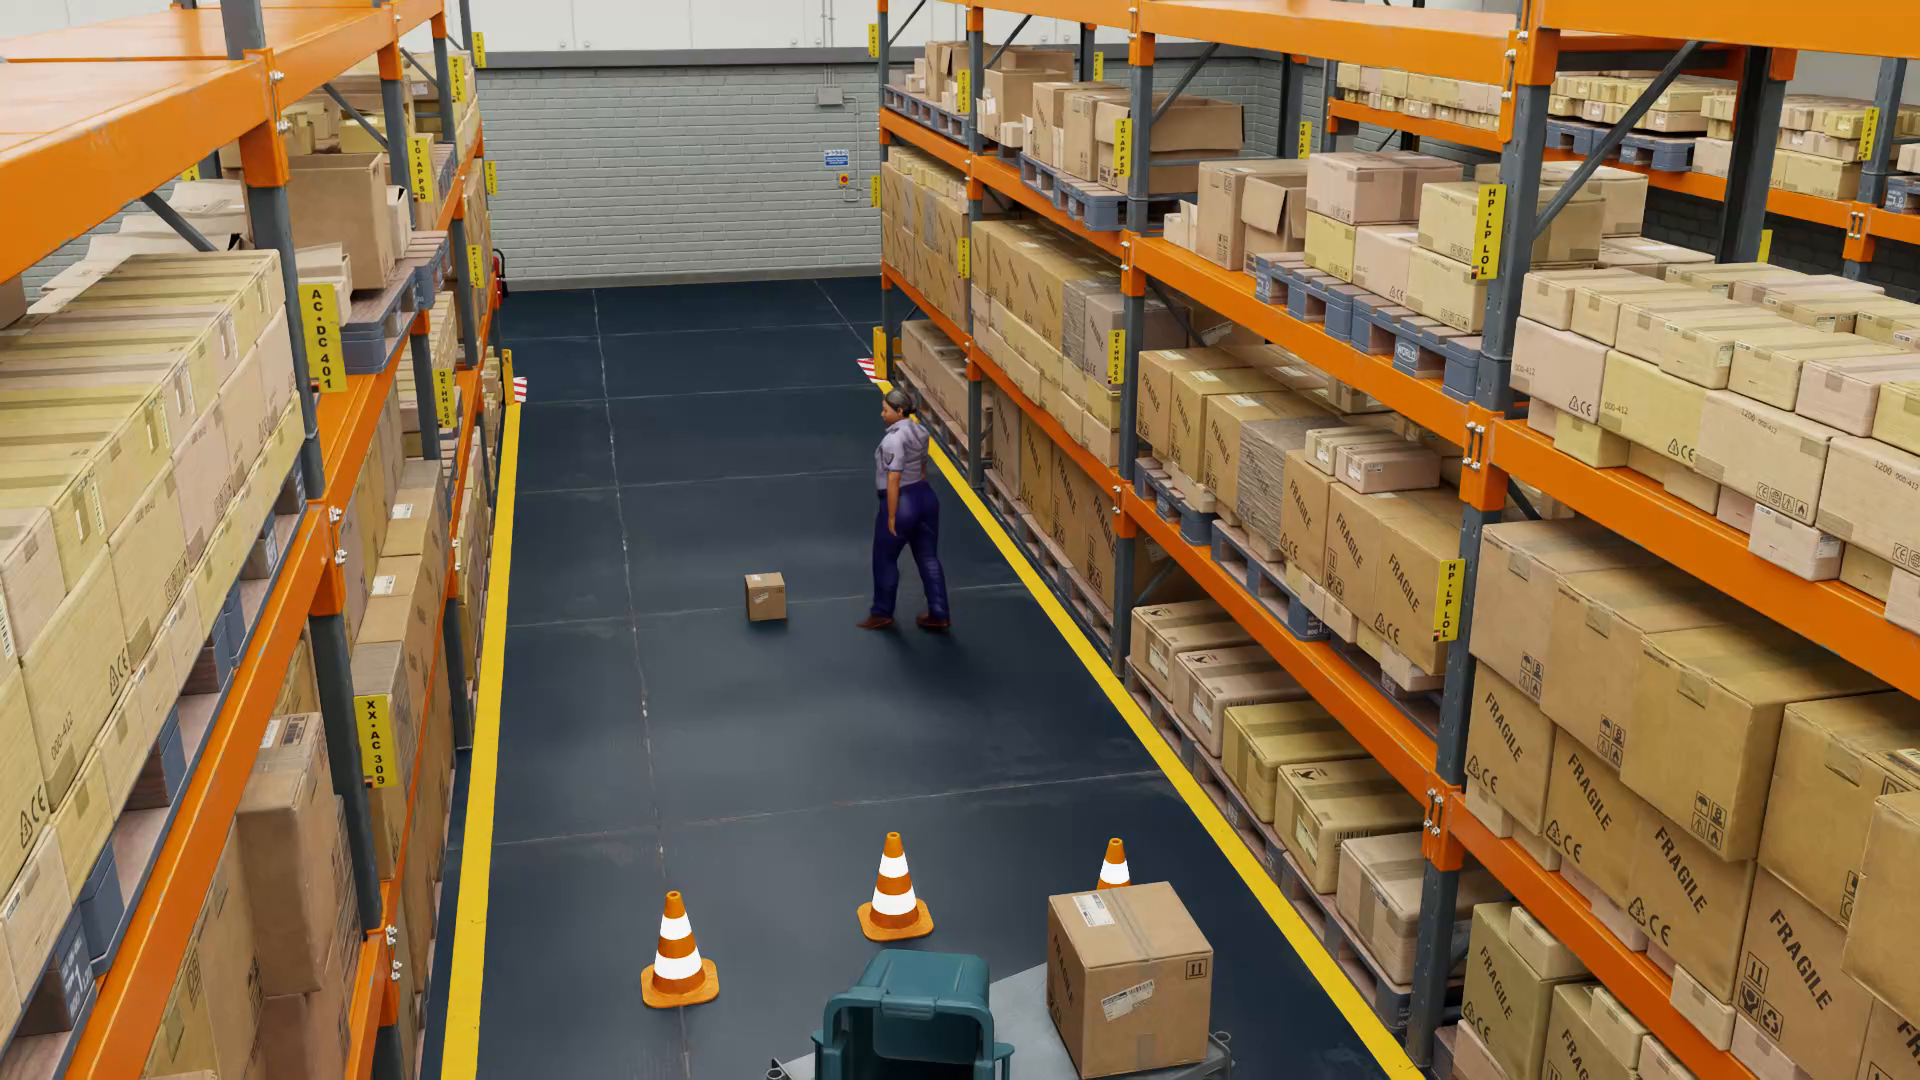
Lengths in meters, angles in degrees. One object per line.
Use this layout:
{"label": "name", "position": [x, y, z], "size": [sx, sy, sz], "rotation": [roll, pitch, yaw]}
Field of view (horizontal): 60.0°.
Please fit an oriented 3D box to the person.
{"label": "person", "position": [-0.345, -0.174, 11.121], "size": [0.646, 1.684, 0.494], "rotation": [14, 24, 35]}
